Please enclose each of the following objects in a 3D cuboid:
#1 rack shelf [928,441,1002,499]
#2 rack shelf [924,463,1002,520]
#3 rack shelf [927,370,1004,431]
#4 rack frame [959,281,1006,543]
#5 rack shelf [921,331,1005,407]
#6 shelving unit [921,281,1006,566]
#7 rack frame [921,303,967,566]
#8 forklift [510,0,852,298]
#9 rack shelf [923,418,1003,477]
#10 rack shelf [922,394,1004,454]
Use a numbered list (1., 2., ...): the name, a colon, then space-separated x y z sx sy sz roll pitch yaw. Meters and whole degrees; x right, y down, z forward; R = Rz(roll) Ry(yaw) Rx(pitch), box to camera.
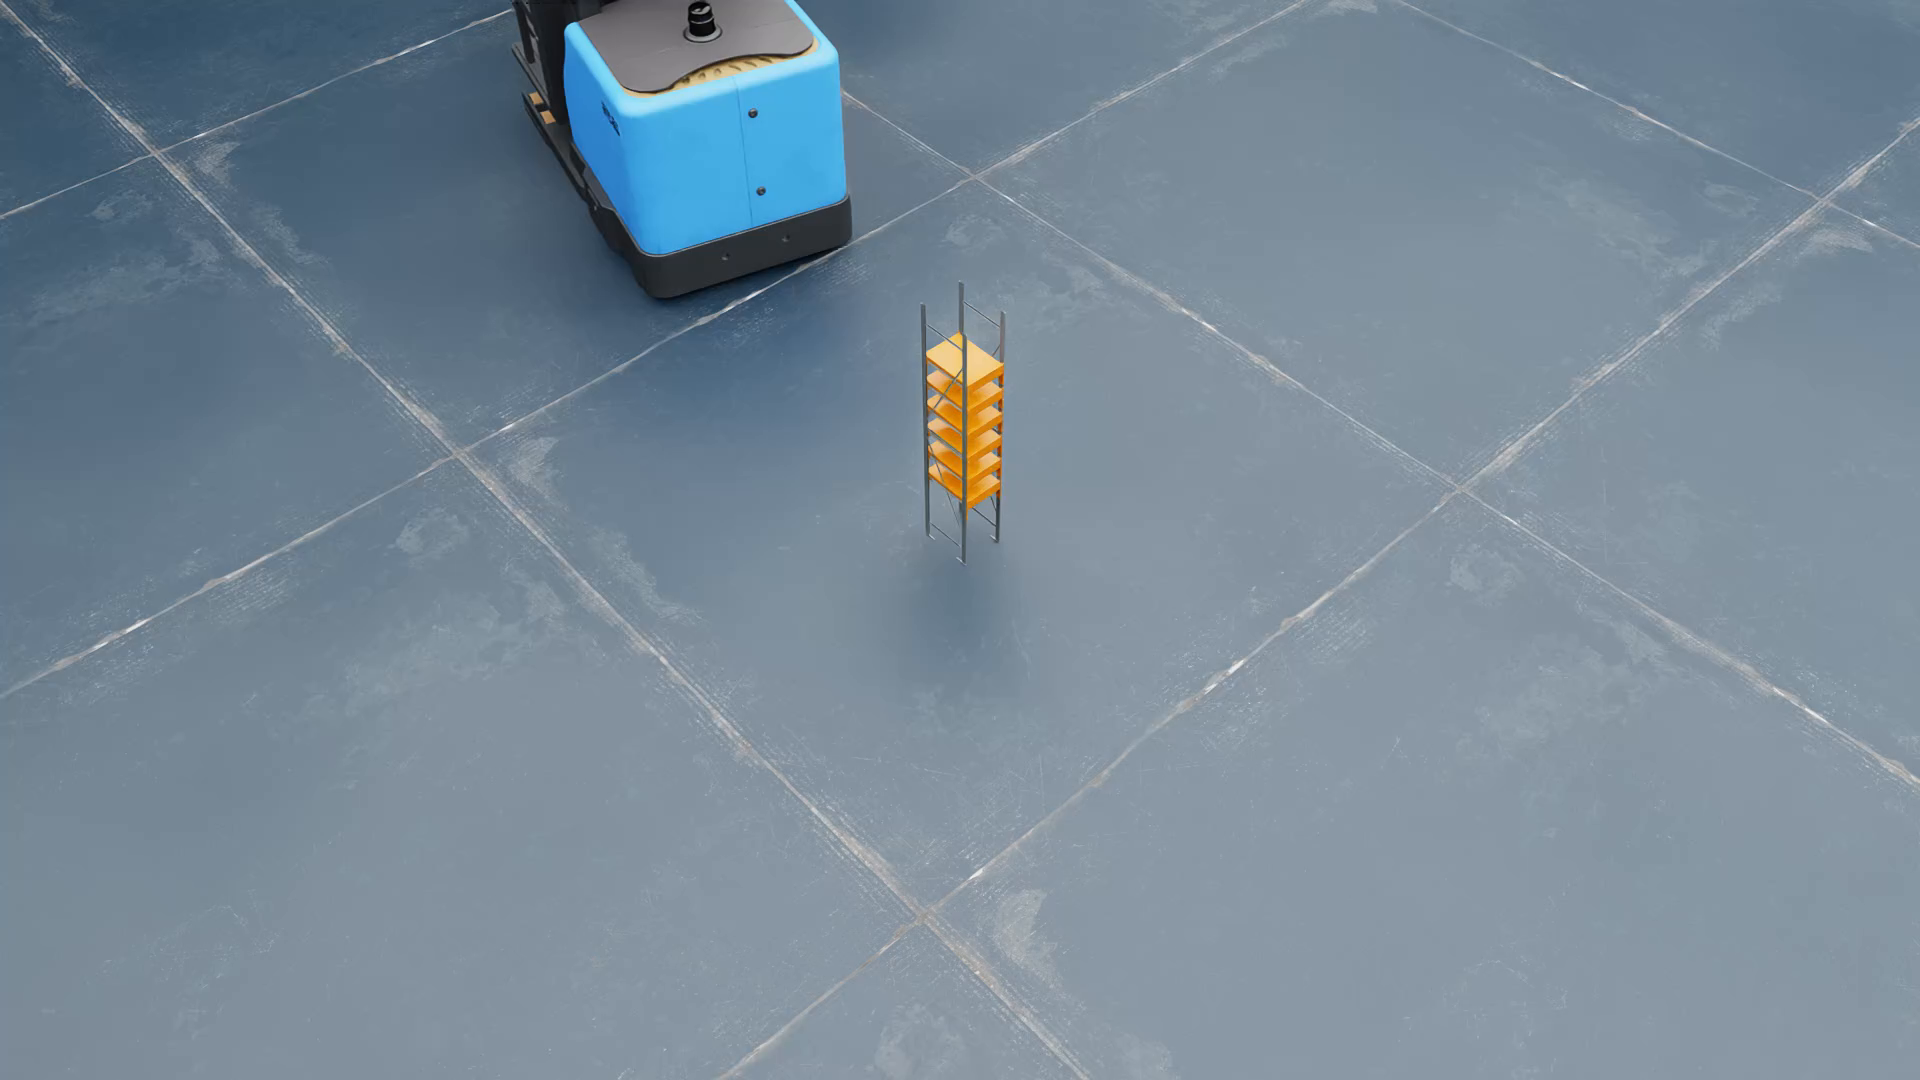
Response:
1. rack shelf: 0.011 -0.303 6.436 0.180 0.103 0.258 -34 56 -27
2. rack shelf: 0.011 -0.221 6.525 0.180 0.103 0.258 -34 56 -27
3. rack shelf: 0.011 -0.547 6.172 0.180 0.103 0.258 -34 56 -27
4. rack frame: 0.078 -0.459 6.357 0.006 1.200 0.240 -34 56 -27
5. rack shelf: 0.011 -0.628 6.084 0.180 0.103 0.258 -34 56 -27
6. shelving unit: 0.011 -0.414 6.316 0.189 1.200 0.258 -34 56 -27
7. rack frame: -0.057 -0.369 6.274 0.006 1.200 0.240 -34 56 -27
8. forklift: -1.640 -3.201 7.709 1.130 2.935 3.031 -21 51 -18
9. rack shelf: 0.011 -0.384 6.348 0.180 0.103 0.258 -34 56 -27
10. rack shelf: 0.011 -0.465 6.260 0.180 0.103 0.258 -34 56 -27
